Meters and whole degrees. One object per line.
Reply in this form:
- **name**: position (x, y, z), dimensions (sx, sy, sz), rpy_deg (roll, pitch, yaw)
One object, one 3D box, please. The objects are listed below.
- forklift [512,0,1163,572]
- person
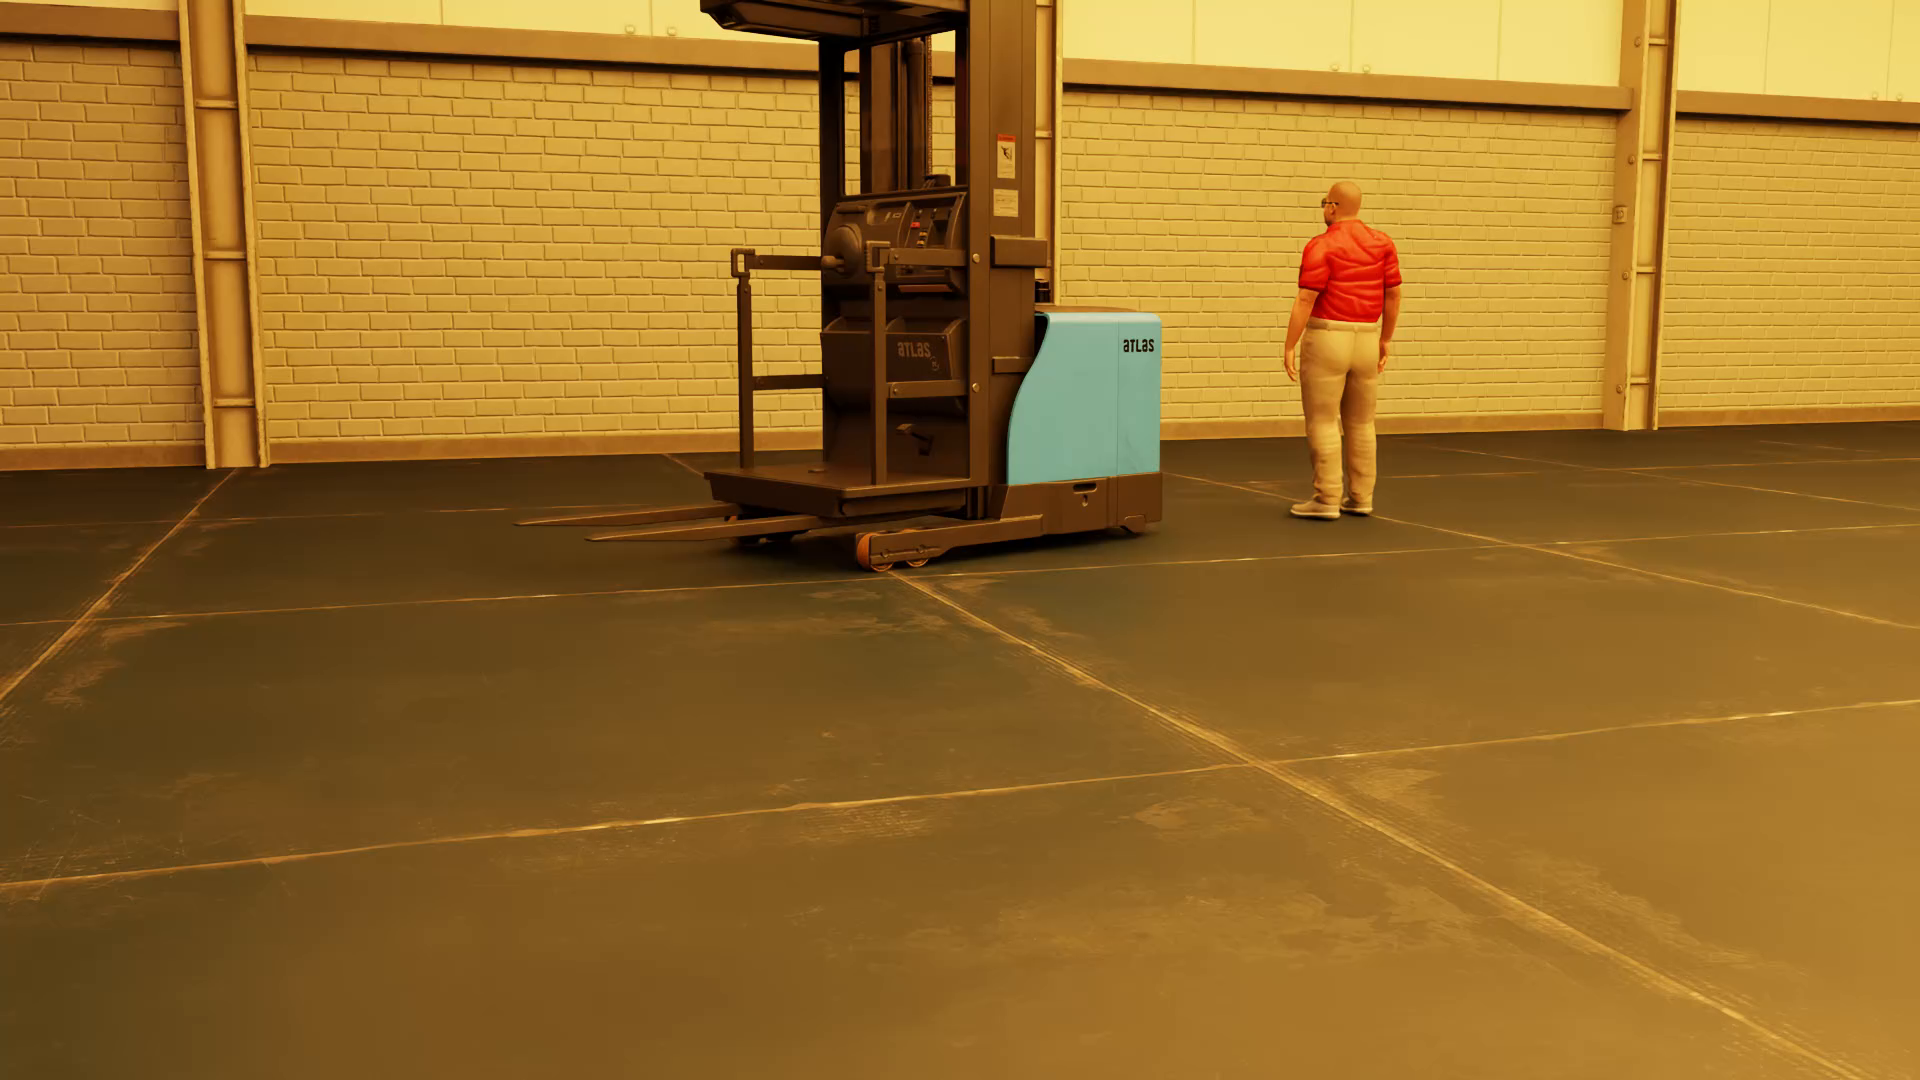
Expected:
- **forklift**: position (-0.461, -1.399, 7.333), dimensions (3.031, 2.935, 1.130), rpy_deg (-7, 10, -40)
- **person**: position (1.947, -0.981, 8.692), dimensions (0.651, 1.734, 0.538), rpy_deg (-3, 8, -19)
